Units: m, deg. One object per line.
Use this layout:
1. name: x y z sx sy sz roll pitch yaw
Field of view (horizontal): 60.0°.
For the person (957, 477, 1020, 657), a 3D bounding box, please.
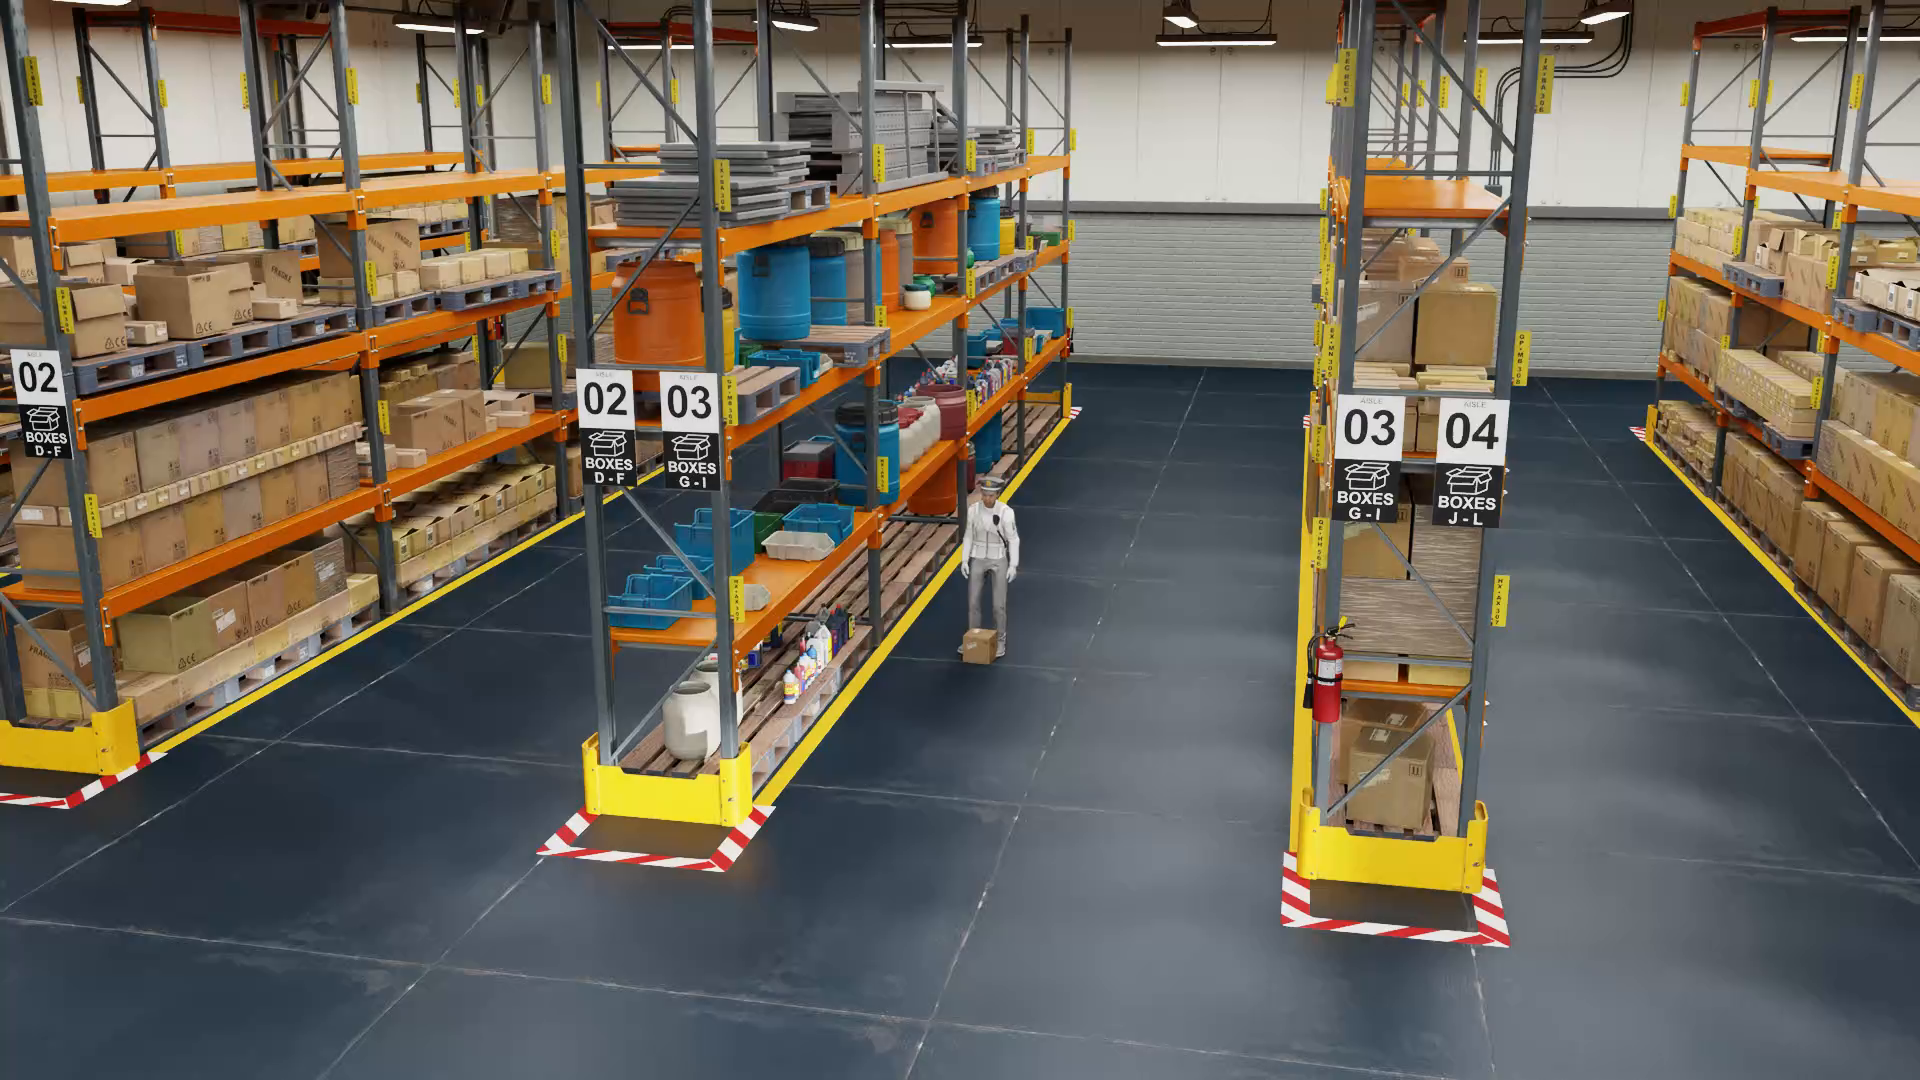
1. person: 0.268 0.225 15.153 0.546 1.664 0.375 4 15 16
